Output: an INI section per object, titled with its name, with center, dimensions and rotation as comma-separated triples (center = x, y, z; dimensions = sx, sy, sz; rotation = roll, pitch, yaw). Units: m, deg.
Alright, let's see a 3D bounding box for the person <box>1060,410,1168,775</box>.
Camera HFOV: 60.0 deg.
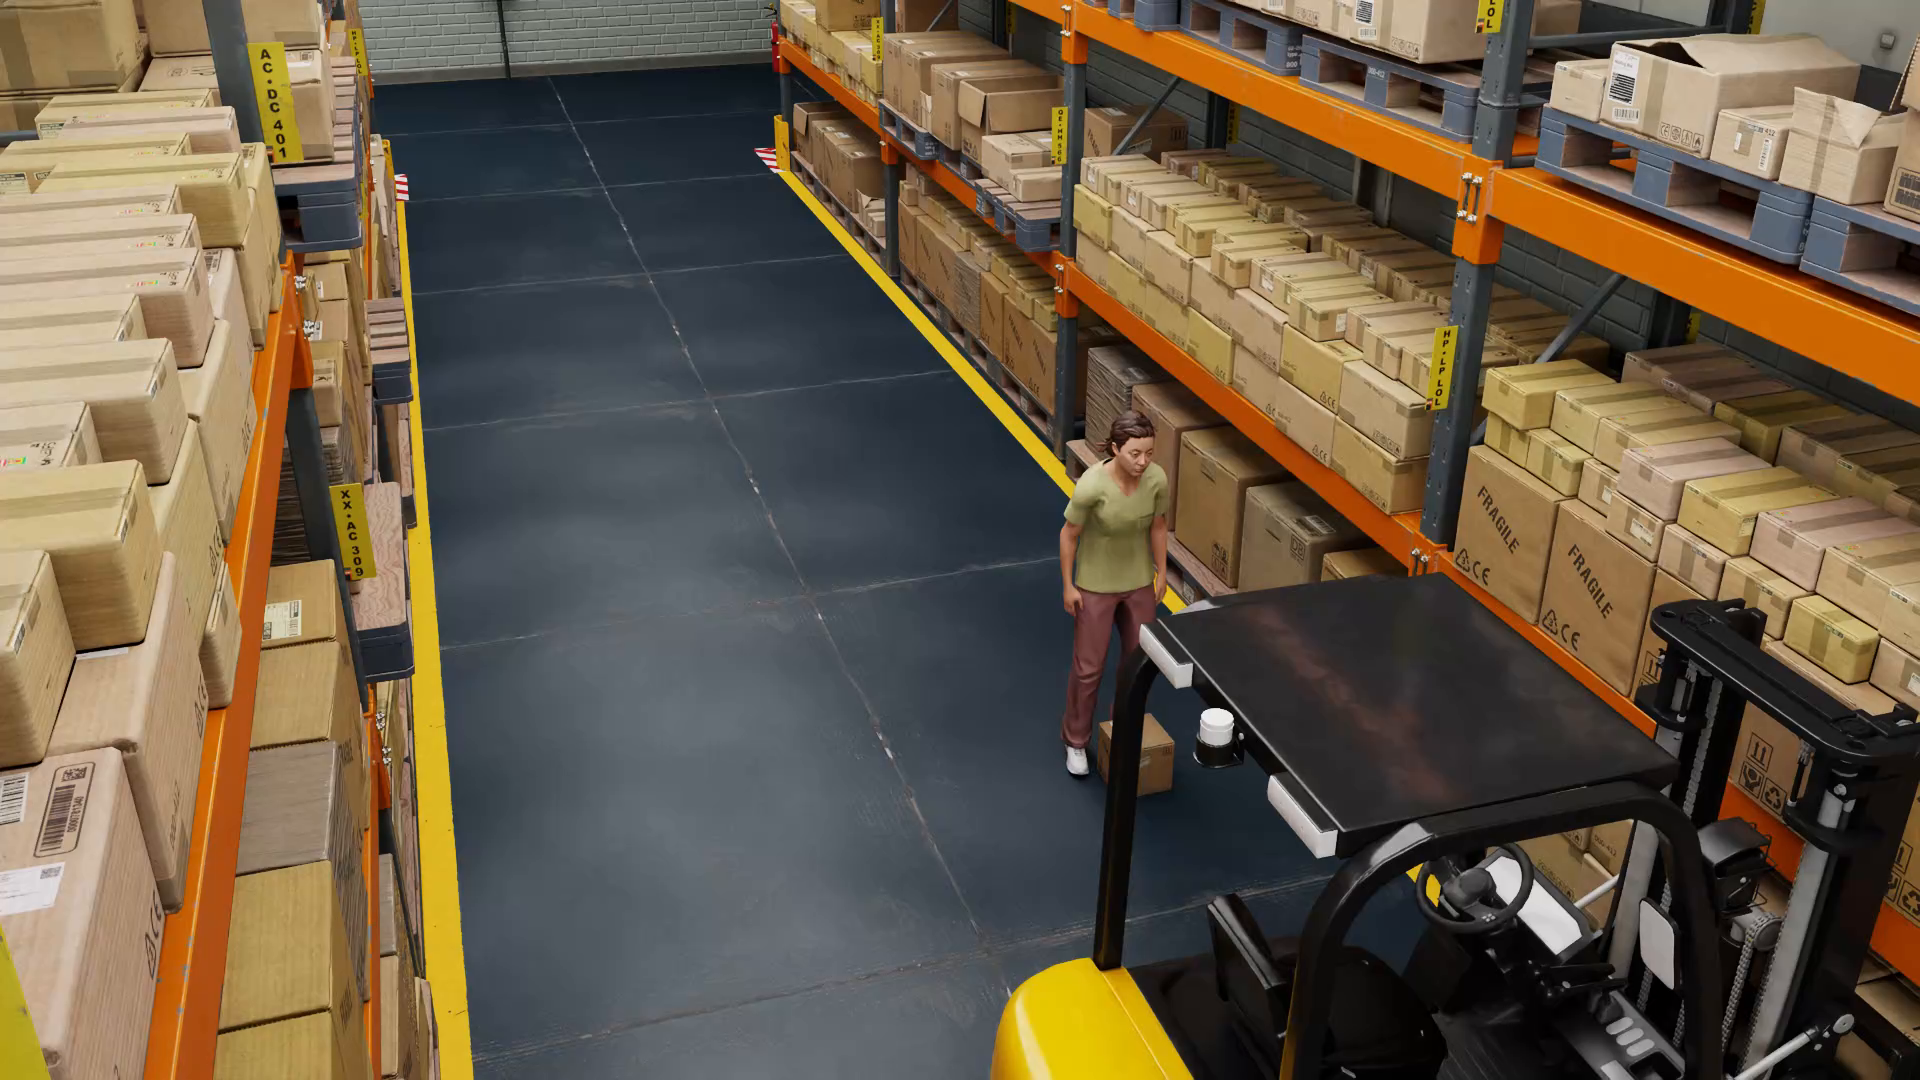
[person]
center = 0.680, 0.209, 7.197
dimensions = 0.496, 1.672, 0.359
rotation = -8, 28, -17
